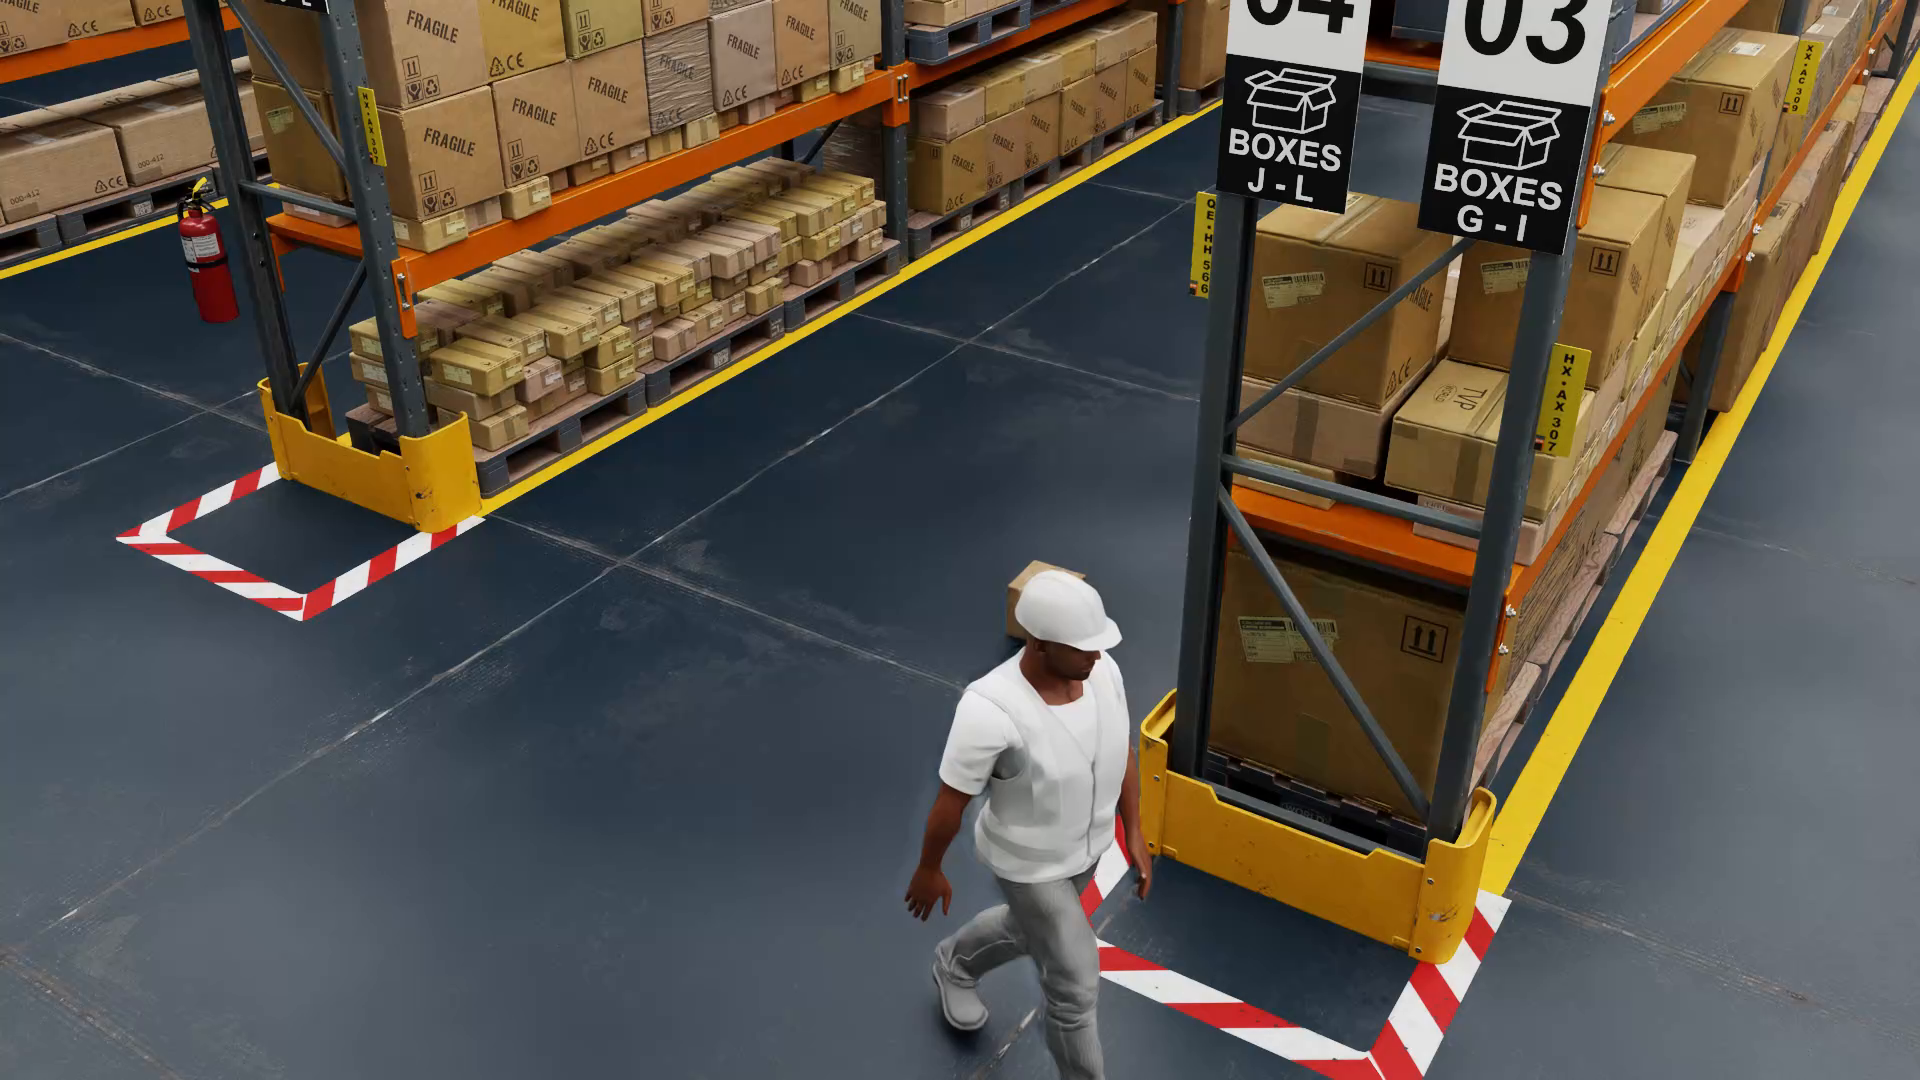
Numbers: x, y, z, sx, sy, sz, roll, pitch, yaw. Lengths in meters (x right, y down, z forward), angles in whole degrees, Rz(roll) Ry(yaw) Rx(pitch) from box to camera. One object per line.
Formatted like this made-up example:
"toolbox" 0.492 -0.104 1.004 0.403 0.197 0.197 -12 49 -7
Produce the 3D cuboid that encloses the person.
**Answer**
"person" 0.255 0.875 4.625 0.983 1.727 0.657 26 39 37
